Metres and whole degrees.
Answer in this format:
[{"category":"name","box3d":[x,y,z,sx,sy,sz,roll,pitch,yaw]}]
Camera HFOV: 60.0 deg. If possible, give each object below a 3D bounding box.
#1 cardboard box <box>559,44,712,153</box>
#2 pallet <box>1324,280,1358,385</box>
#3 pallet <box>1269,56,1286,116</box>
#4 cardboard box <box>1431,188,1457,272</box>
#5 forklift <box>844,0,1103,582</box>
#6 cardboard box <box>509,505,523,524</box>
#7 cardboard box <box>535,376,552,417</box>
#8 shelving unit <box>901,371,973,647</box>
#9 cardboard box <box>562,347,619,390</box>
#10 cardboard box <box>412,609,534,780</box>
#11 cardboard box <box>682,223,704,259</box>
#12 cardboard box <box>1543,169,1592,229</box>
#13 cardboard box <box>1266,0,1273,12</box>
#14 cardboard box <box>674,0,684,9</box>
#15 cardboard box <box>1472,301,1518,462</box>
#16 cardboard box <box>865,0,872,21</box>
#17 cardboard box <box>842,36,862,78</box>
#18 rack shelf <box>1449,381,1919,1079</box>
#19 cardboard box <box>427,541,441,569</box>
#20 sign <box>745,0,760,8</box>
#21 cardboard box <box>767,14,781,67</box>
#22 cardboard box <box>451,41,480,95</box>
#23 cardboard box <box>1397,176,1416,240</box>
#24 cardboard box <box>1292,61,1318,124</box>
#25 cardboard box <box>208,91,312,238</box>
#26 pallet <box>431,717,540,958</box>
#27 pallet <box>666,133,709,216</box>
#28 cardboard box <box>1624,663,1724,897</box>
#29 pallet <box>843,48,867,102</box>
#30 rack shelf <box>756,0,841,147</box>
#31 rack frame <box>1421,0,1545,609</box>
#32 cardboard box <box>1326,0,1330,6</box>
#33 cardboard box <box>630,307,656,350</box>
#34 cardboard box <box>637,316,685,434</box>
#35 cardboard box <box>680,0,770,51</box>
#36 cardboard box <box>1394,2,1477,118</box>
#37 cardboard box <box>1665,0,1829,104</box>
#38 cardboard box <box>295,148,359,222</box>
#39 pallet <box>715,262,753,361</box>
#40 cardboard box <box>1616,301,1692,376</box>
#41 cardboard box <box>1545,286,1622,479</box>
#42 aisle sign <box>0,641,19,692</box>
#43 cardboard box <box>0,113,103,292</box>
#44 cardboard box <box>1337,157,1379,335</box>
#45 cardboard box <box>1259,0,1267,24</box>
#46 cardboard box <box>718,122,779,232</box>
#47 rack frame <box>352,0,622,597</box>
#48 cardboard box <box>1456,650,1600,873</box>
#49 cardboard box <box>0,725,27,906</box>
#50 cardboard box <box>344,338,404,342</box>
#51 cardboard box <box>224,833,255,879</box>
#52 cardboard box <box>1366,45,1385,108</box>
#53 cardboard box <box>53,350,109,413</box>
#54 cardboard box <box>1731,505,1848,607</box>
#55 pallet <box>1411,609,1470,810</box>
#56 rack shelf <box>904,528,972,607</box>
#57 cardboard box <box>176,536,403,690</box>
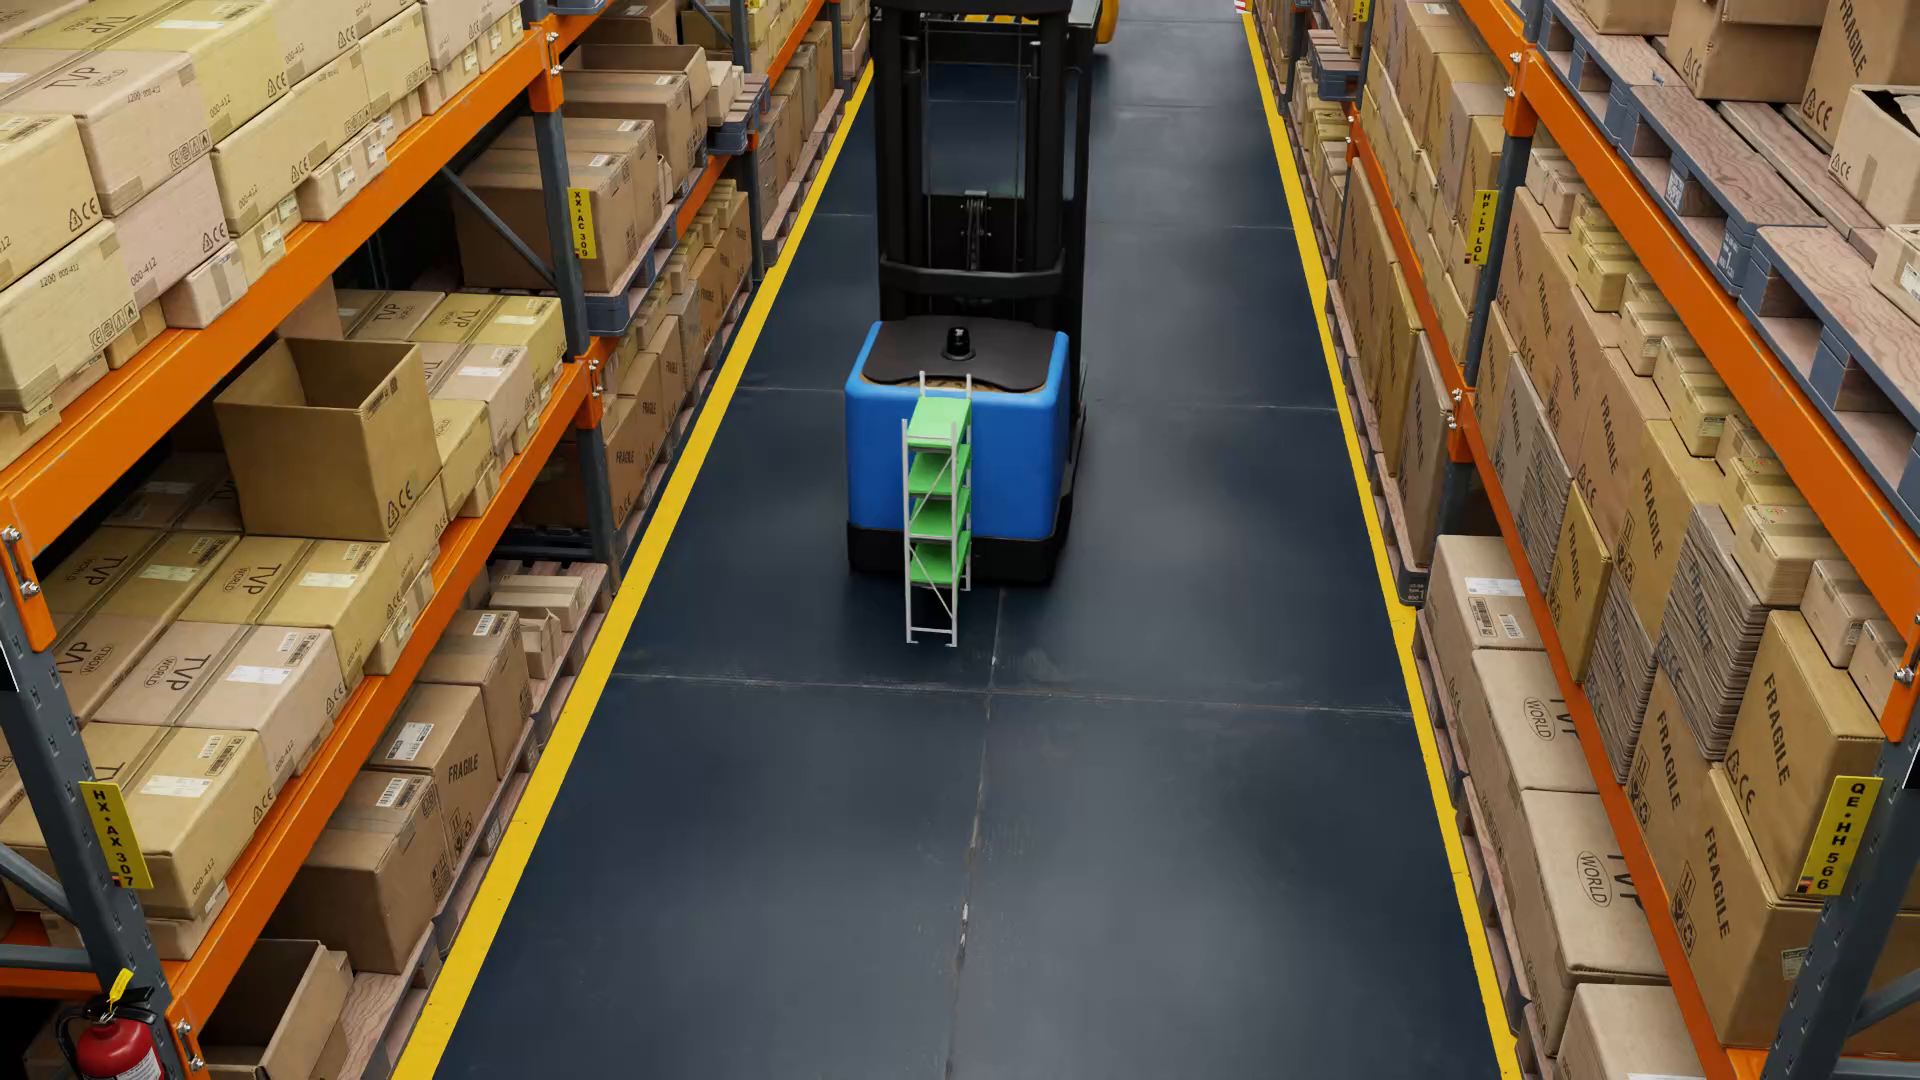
[{"category":"cardboard box","box3d":[-1.834,-2.499,9.447,0.797,0.503,0.637,2,32,3]},{"category":"pallet","box3d":[2.923,-1.331,10.709,1.003,0.211,1.213,2,32,4]},{"category":"pallet","box3d":[3.407,-4.184,15.339,1.003,0.211,1.213,2,32,4]},{"category":"cardboard box","box3d":[2.564,-1.487,7.971,0.500,0.250,0.500,3,32,5]},{"category":"forklift","box3d":[0.147,-1.797,8.872,1.130,2.935,3.031,4,32,7]},{"category":"cardboard box","box3d":[-2.466,-0.430,8.570,0.500,0.500,0.500,2,32,4]},{"category":"cardboard box","box3d":[-1.985,-0.624,7.143,0.380,0.149,0.250,3,32,5]},{"category":"shelving unit","box3d":[-0.101,-0.138,7.830,0.258,1.200,0.503,4,32,7]},{"category":"cardboard box","box3d":[-1.943,-0.877,8.395,0.380,0.149,0.250,1,32,2]},{"category":"cardboard box","box3d":[-2.199,0.627,6.855,0.700,0.500,0.500,1,32,2]},{"category":"cardboard box","box3d":[-1.796,-1.843,10.246,0.380,0.149,0.250,3,32,5]},{"category":"cardboard box","box3d":[2.447,-1.291,6.320,0.380,0.149,0.250,3,32,5]},{"category":"cardboard box","box3d":[3.284,-5.480,16.289,0.500,0.500,0.500,3,32,5]},{"category":"cardboard box","box3d":[-2.060,-3.635,11.075,0.380,0.149,0.250,3,32,6]},{"category":"cardboard box","box3d":[2.437,-0.644,6.841,0.500,0.500,0.500,3,32,6]},{"category":"cardboard box","box3d":[-1.121,-5.216,16.098,0.500,0.250,0.500,2,32,4]},{"category":"cardboard box","box3d":[-1.190,-4.476,15.374,0.500,0.250,0.500,3,32,4]},{"category":"rack shelf","box3d":[2.574,0.516,5.739,1.077,0.370,4.000,2,32,4]},{"category":"cardboard box","box3d":[-2.128,0.045,6.058,0.380,0.149,0.250,2,32,4]},{"category":"sign","box3d":[-1.344,-3.578,10.669,0.100,0.325,0.005,2,32,4]},{"category":"cardboard box","box3d":[-1.560,-3.558,11.807,0.500,0.250,0.500,2,32,3]},{"category":"cardboard box","box3d":[-1.999,-1.747,6.106,0.380,0.149,0.250,3,32,6]},{"category":"cardboard box","box3d":[2.662,-1.817,8.982,0.500,0.250,0.500,2,32,4]},{"category":"cardboard box","box3d":[3.348,-3.805,14.169,0.950,0.372,0.625,3,32,5]},{"category":"cardboard box","box3d":[-2.153,-1.048,4.592,0.500,0.250,0.500,2,32,3]},{"category":"pallet","box3d":[-2.364,1.140,6.699,1.003,0.211,1.213,2,32,4]},{"category":"pallet","box3d":[-2.039,-2.038,9.382,1.003,0.211,1.213,2,32,4]},{"category":"cardboard box","box3d":[2.242,0.688,4.679,0.500,0.500,0.500,2,32,3]},{"category":"pallet","box3d":[-1.453,-4.456,15.779,1.003,0.211,1.213,2,32,4]},{"category":"rack shelf","box3d":[-1.722,-3.877,12.867,1.077,0.370,4.000,2,32,4]},{"category":"rack frame","box3d":[2.737,-0.836,7.247,1.000,3.000,0.127,2,32,4]},{"category":"cardboard box","box3d":[2.902,-3.994,12.211,0.380,0.149,0.250,1,32,2]},{"category":"cardboard box","box3d":[-1.895,-1.168,9.151,0.380,0.149,0.250,2,32,4]},{"category":"cardboard box","box3d":[-1.869,-0.943,9.404,0.500,0.500,0.500,2,32,3]},{"category":"cardboard box","box3d":[-1.581,-3.507,11.248,0.500,0.250,0.500,2,32,4]},{"category":"cardboard box","box3d":[2.690,-2.618,9.091,0.500,0.500,0.500,3,32,5]},{"category":"cardboard box","box3d":[2.659,-1.671,5.150,0.797,0.503,0.637,5,32,8]},{"category":"cardboard box","box3d":[-2.057,-1.078,5.021,0.380,0.149,0.250,3,32,4]},{"category":"pallet","box3d":[-1.984,-1.561,11.082,1.003,0.211,1.213,2,32,4]},{"category":"cardboard box","box3d":[2.310,-0.630,5.247,0.380,0.149,0.250,3,32,4]},{"category":"cardboard box","box3d":[2.356,-0.534,5.709,0.500,0.500,0.500,3,32,5]},{"category":"aisle sign","box3d":[-2.249,-0.013,3.433,0.394,0.787,0.004,2,32,4]},{"category":"cardboard box","box3d":[-2.250,-0.728,3.596,0.500,0.250,0.500,2,32,3]},{"category":"cardboard box","box3d":[2.923,-1.844,10.508,0.875,0.875,0.875,2,32,4]},{"category":"cardboard box","box3d":[3.323,-5.442,16.942,0.500,0.250,0.500,4,32,6]},{"category":"cardboard box","box3d":[-1.821,-2.631,12.023,0.875,0.625,0.625,3,32,6]},{"category":"rack frame","box3d":[-2.211,-1.046,7.588,1.000,3.000,0.127,2,32,4]},{"category":"cardboard box","box3d":[2.506,0.868,6.524,0.875,0.438,0.875,2,32,3]},{"category":"cardboard box","box3d":[-2.764,0.731,4.564,0.500,0.250,0.500,3,32,5]},{"category":"cardboard box","box3d":[-2.554,-0.599,6.722,0.500,0.250,0.500,2,32,4]},{"category":"cardboard box","box3d":[-2.262,0.858,4.739,0.380,0.149,0.250,3,32,5]},{"category":"cardboard box","box3d":[2.775,-2.822,10.136,0.500,0.250,0.500,2,32,4]},{"category":"cardboard box","box3d":[-2.284,-0.419,3.951,0.380,0.149,0.250,3,32,5]},{"category":"cardboard box","box3d":[2.174,0.043,4.154,0.380,0.149,0.250,2,32,4]},{"category":"pallet","box3d":[2.597,0.746,7.339,1.003,0.211,1.213,2,32,4]},{"category":"rack shelf","box3d":[-0.101,0.121,7.990,0.258,0.148,0.480,4,32,7]},{"category":"cardboard box","box3d":[-2.152,0.229,5.379,0.500,0.250,0.500,2,32,3]}]
